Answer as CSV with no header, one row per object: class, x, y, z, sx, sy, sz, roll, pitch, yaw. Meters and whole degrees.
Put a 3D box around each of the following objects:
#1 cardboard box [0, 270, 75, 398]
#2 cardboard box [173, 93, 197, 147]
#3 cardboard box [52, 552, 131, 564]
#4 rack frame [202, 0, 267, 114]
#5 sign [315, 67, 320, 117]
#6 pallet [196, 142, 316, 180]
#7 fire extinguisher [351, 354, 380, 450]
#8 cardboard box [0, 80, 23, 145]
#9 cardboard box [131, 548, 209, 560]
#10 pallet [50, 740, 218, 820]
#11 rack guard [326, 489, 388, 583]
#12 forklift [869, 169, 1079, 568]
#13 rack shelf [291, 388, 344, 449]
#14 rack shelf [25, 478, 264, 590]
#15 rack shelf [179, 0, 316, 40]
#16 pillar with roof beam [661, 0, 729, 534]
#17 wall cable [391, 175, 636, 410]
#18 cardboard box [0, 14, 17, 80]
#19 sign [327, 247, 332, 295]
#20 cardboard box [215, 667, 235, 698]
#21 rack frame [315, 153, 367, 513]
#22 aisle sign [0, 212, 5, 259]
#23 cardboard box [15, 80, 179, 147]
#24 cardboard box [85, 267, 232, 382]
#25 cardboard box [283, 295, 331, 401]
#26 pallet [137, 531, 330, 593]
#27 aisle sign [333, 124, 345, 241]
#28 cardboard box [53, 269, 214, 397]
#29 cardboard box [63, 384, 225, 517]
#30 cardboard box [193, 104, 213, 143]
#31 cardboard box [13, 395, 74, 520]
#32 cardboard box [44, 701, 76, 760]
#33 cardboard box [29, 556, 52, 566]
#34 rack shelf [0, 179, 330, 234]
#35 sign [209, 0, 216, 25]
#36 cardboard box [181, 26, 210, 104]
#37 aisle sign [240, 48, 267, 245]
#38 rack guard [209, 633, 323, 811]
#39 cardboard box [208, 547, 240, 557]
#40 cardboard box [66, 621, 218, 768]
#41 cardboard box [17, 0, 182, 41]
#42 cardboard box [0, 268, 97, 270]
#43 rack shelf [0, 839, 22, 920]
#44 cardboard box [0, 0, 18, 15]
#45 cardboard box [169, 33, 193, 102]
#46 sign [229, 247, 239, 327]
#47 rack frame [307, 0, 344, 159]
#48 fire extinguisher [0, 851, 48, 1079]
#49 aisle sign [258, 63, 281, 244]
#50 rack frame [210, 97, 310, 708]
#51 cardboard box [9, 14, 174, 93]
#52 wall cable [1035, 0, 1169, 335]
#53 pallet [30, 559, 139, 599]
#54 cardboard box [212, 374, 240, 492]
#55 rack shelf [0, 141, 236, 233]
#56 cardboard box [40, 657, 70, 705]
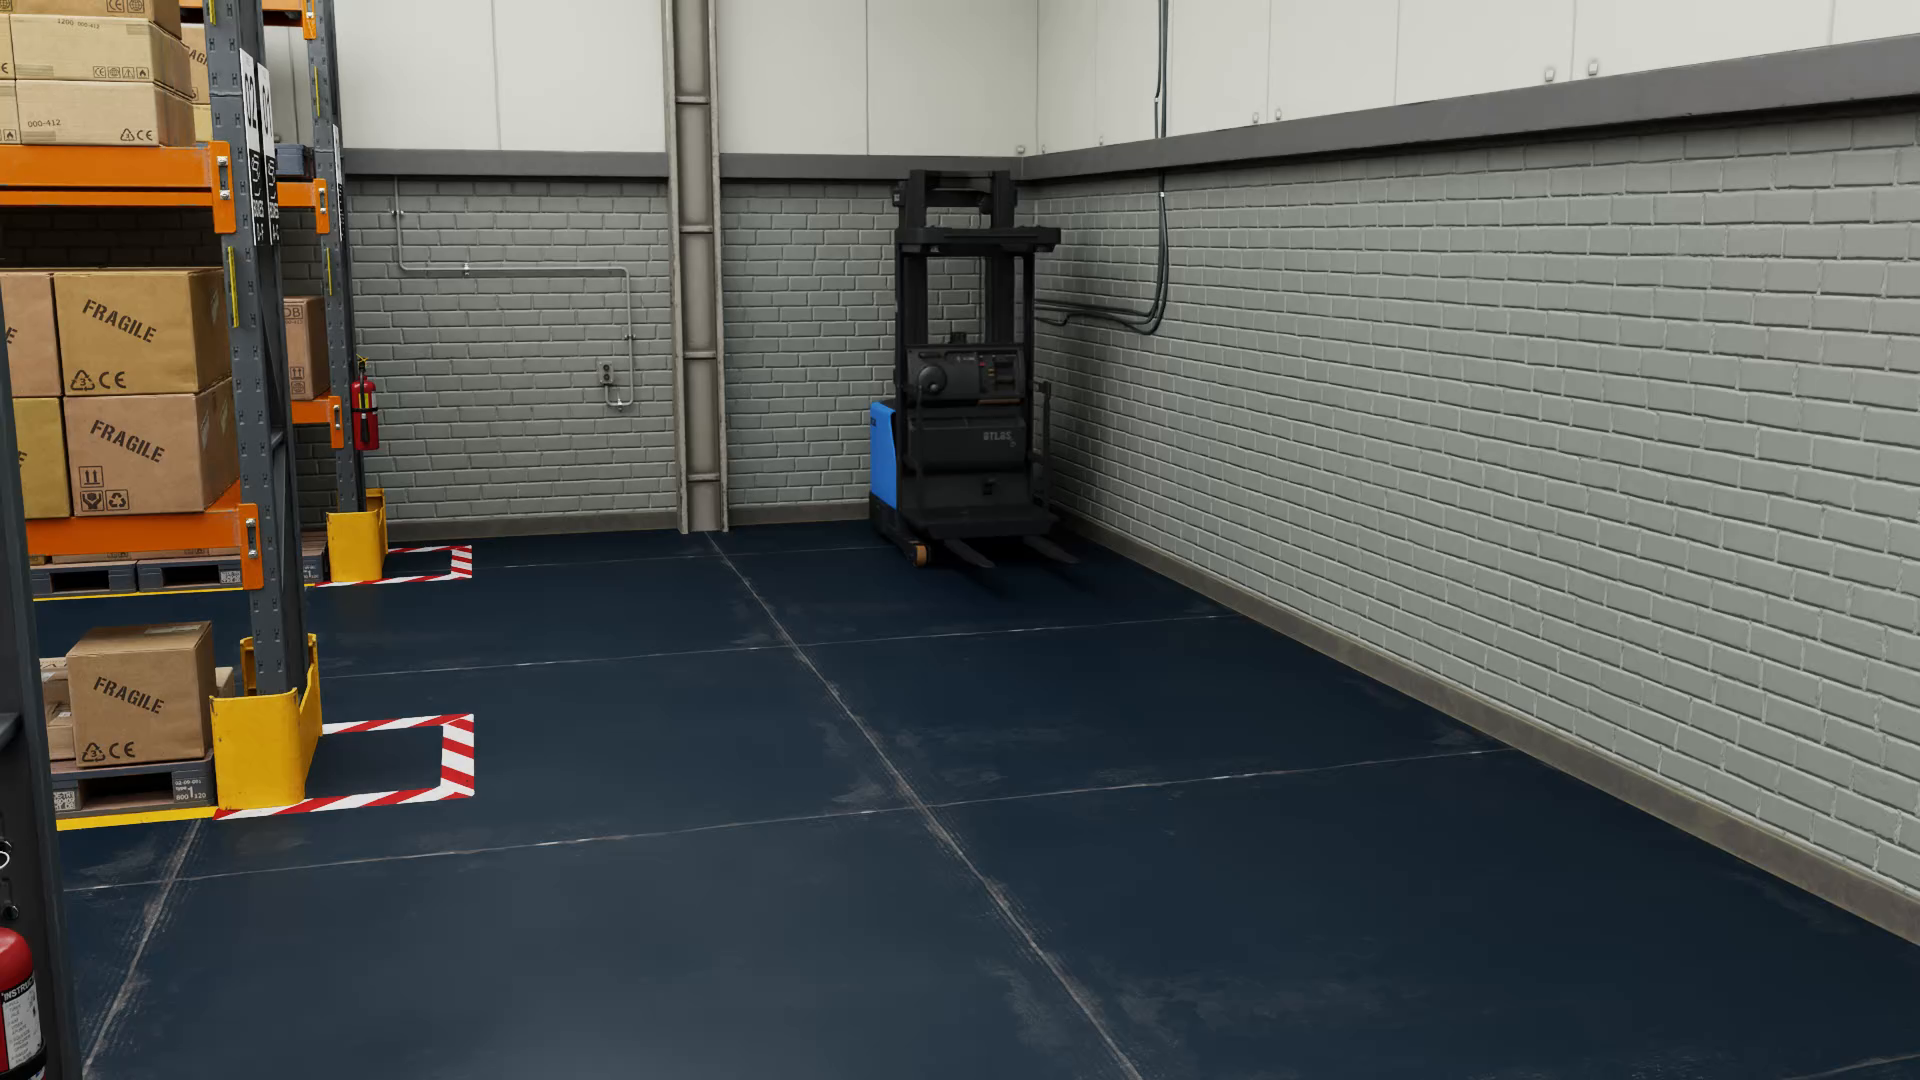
cardboard box,-3.965,-0.860,6.897,0.500,0.500,0.500,-3,11,-14
cardboard box,-3.694,-1.835,7.359,0.500,0.250,0.500,-3,11,-16
cardboard box,-6.125,-0.150,11.820,0.500,0.500,0.700,-3,11,-18
rack frame,-3.130,-3.366,6.975,0.127,3.000,1.000,-3,11,-16
sign,-4.379,-3.053,11.334,0.005,0.325,0.100,-3,11,-16
pallet,-5.227,-2.669,11.718,1.213,0.211,1.003,-3,11,-16
fire extinguisher,-4.244,-0.982,11.841,0.183,0.674,0.296,-3,11,-16
cardboard box,-4.032,-1.722,6.743,0.500,0.250,0.500,-3,11,-16
cardboard box,-5.642,-0.175,11.959,0.500,0.500,0.700,-3,11,-16
pallet,-3.968,1.000,7.530,1.213,0.211,1.003,-3,11,-16
rack guard,-4.495,-0.048,12.428,0.348,0.500,1.175,-3,11,-16
forklift,0.107,-1.318,12.612,1.130,2.935,3.031,-3,11,-15
rack shelf,-6.438,-0.821,11.710,4.000,0.370,1.077,-3,11,-16
rack shelf,-5.050,0.040,7.034,4.000,0.370,1.077,-3,11,-16
rack shelf,-6.438,-3.575,11.203,4.000,0.370,1.077,-3,11,-16
pillar with roof beam,-0.964,-3.765,9.146,0.400,9.000,9.100,-3,11,-16
wall cable,-3.553,-2.005,13.348,1.851,1.984,0.084,-3,11,-16
cardboard box,-4.032,-1.967,6.695,0.500,0.250,0.500,-3,11,-16
sign,-4.379,-1.867,11.552,0.005,0.325,0.100,-3,11,-16
cardboard box,-3.628,0.732,7.946,0.250,0.149,0.380,-3,11,-16
rack frame,-4.518,-1.276,12.195,0.127,3.000,1.000,-3,11,-16
aisle sign,-1.763,-0.888,2.905,0.004,0.787,0.394,-3,11,-16
cardboard box,-3.549,-1.745,6.870,0.500,0.250,0.500,-3,11,-16
cardboard box,-3.629,-0.980,7.546,0.500,0.500,0.500,-3,11,-14
cardboard box,-5.005,-1.396,12.018,0.700,0.700,0.980,-3,11,-13
pallet,-5.264,0.149,12.154,1.213,0.211,1.003,-3,11,-16
aisle sign,-4.365,-2.506,11.696,0.004,0.787,0.394,-3,11,-16
cardboard box,-3.480,-0.886,7.037,0.500,0.500,0.500,-3,11,-16
cardboard box,-3.484,-0.395,7.129,0.500,0.500,0.500,-3,11,-14
cardboard box,-5.147,-2.850,11.438,0.500,0.250,0.500,-3,11,-14
cardboard box,-3.981,-0.368,6.983,0.500,0.500,0.500,-3,11,-15
cardboard box,-3.997,0.837,7.327,0.250,0.166,0.380,-3,11,-16
cardboard box,-6.635,-0.122,11.666,0.500,0.500,0.700,-3,11,-15
rack shelf,-6.438,-2.297,11.439,4.000,0.370,1.077,-3,11,-16
sign,-2.994,-2.229,6.637,0.005,0.325,0.100,-3,11,-16
cardboard box,-5.144,-3.218,11.363,0.500,0.500,0.500,-3,11,-16
aisle sign,-2.978,-1.644,7.012,0.004,0.787,0.394,-3,11,-16
rack guard,-3.203,0.818,7.724,0.348,0.500,1.175,-3,11,-16
cardboard box,-5.162,-0.201,12.096,0.500,0.500,0.700,-3,11,-16
cardboard box,-3.583,0.668,7.323,0.500,0.500,0.500,-3,11,-16
cardboard box,-3.618,-2.403,6.991,0.500,0.500,0.700,-3,11,-16
cardboard box,-4.129,-0.952,7.395,0.500,0.500,0.500,-3,11,-15
rack shelf,-3.669,0.901,2.355,4.000,0.370,1.077,-3,11,-16
cardboard box,-4.122,-2.392,6.933,0.500,0.500,0.700,-3,11,-16
cardboard box,-3.696,-2.082,7.320,0.500,0.250,0.500,-3,11,-16
sign,-2.994,-1.043,6.855,0.005,0.325,0.100,-3,11,-16
rack frame,-4.518,-4.227,11.652,0.127,3.000,1.000,-3,11,-16
fire extinguisher,-1.477,0.739,2.493,0.183,0.674,0.296,-3,11,-16
aisle sign,-3.146,-1.748,7.579,0.004,0.787,0.394,-3,11,-16
rack frame,-3.130,-0.415,7.518,0.127,3.000,1.000,-3,11,-16
cardboard box,-3.552,-1.992,6.833,0.500,0.250,0.500,-3,11,-16
wall cable,1.013,-2.924,13.150,0.112,2.526,3.097,-3,11,-16
pallet,-6.433,0.210,11.822,1.213,0.211,1.003,-3,11,-16
cardboard box,-3.629,-0.488,7.636,0.500,0.500,0.500,-3,11,-15
rack shelf,-5.050,-1.436,6.762,4.000,0.370,1.077,-3,11,-16
cardboard box,-4.211,0.724,7.708,0.500,0.250,0.500,-3,11,-16
